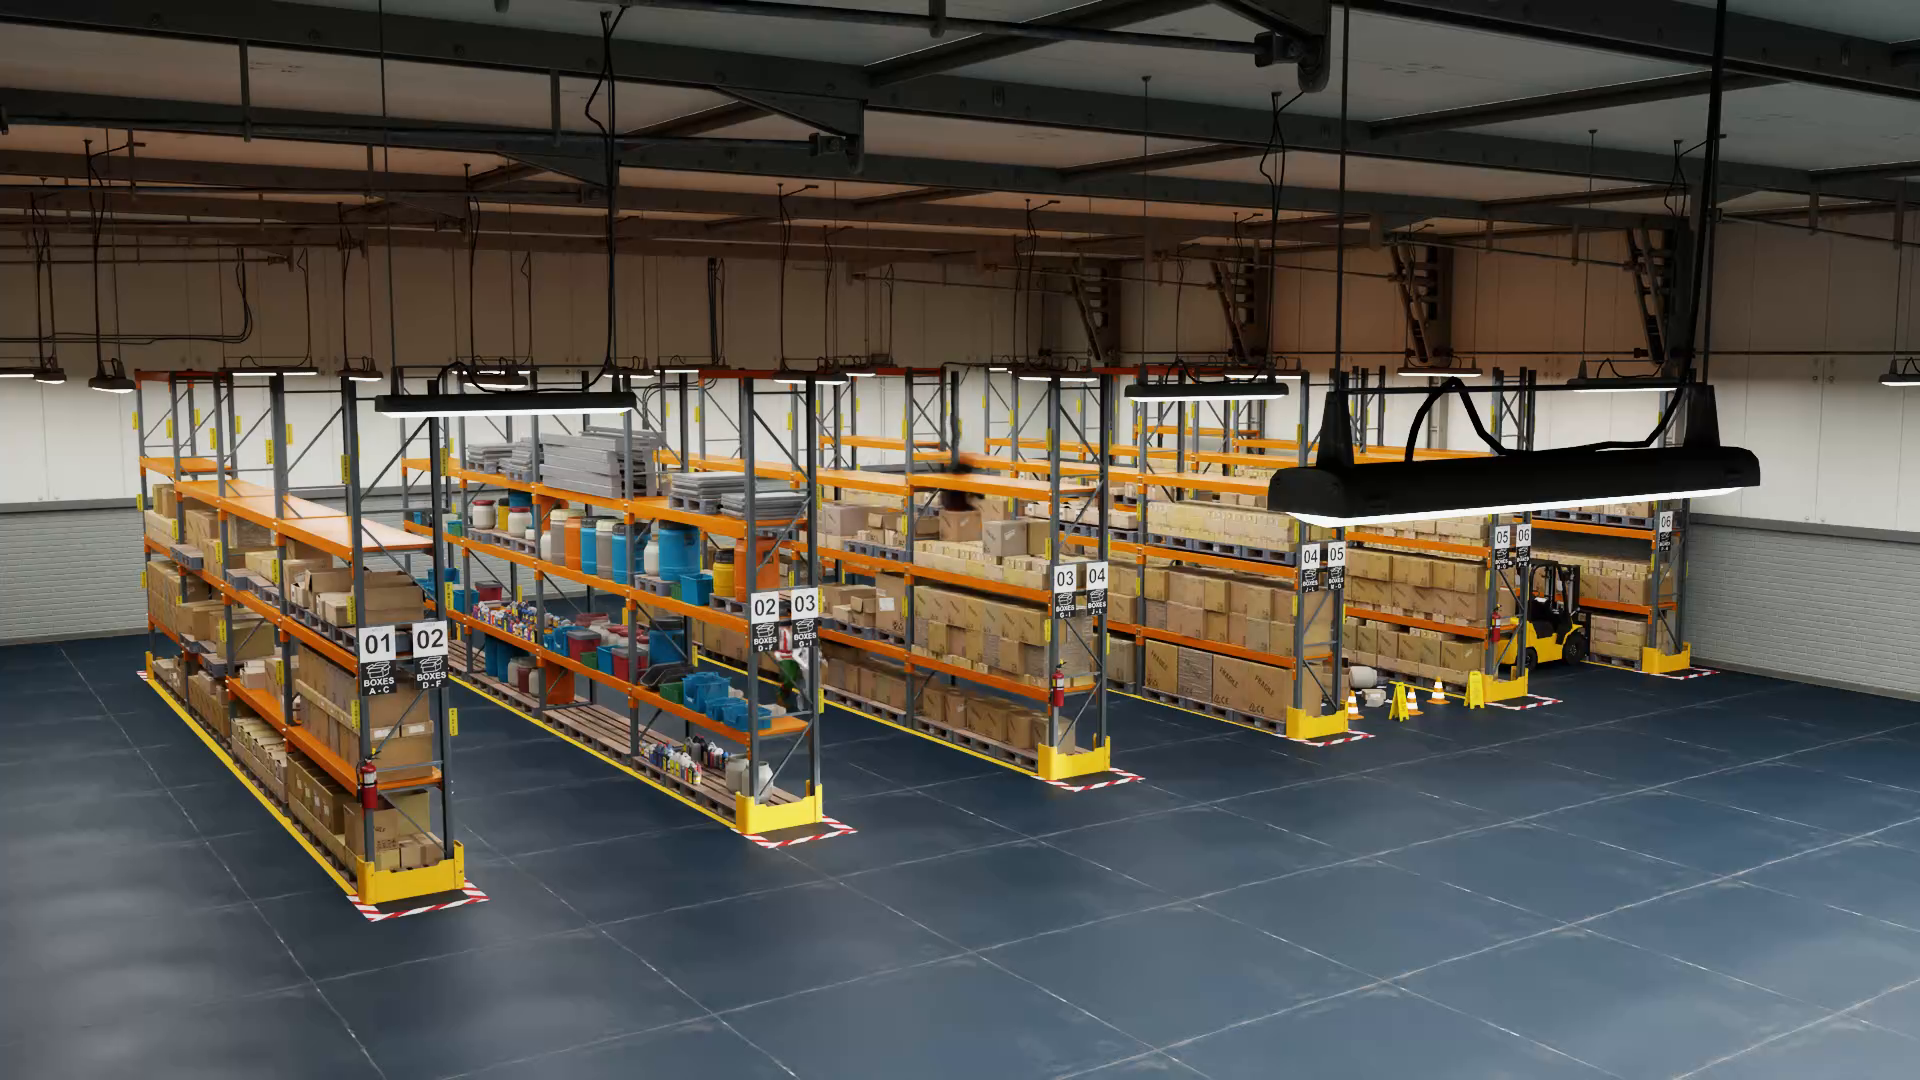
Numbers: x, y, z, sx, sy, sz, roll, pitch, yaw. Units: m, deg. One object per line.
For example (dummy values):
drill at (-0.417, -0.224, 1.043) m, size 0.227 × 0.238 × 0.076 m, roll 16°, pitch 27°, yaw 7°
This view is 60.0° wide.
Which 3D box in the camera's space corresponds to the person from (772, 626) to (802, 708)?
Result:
person at (-3.017, 2.125, 29.460) m, size 0.633 × 1.741 × 0.620 m, roll -6°, pitch 9°, yaw -44°

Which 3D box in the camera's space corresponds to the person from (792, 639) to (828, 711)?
person at (-2.594, 2.245, 28.968) m, size 0.614 × 1.648 × 0.571 m, roll -5°, pitch 8°, yaw -39°
